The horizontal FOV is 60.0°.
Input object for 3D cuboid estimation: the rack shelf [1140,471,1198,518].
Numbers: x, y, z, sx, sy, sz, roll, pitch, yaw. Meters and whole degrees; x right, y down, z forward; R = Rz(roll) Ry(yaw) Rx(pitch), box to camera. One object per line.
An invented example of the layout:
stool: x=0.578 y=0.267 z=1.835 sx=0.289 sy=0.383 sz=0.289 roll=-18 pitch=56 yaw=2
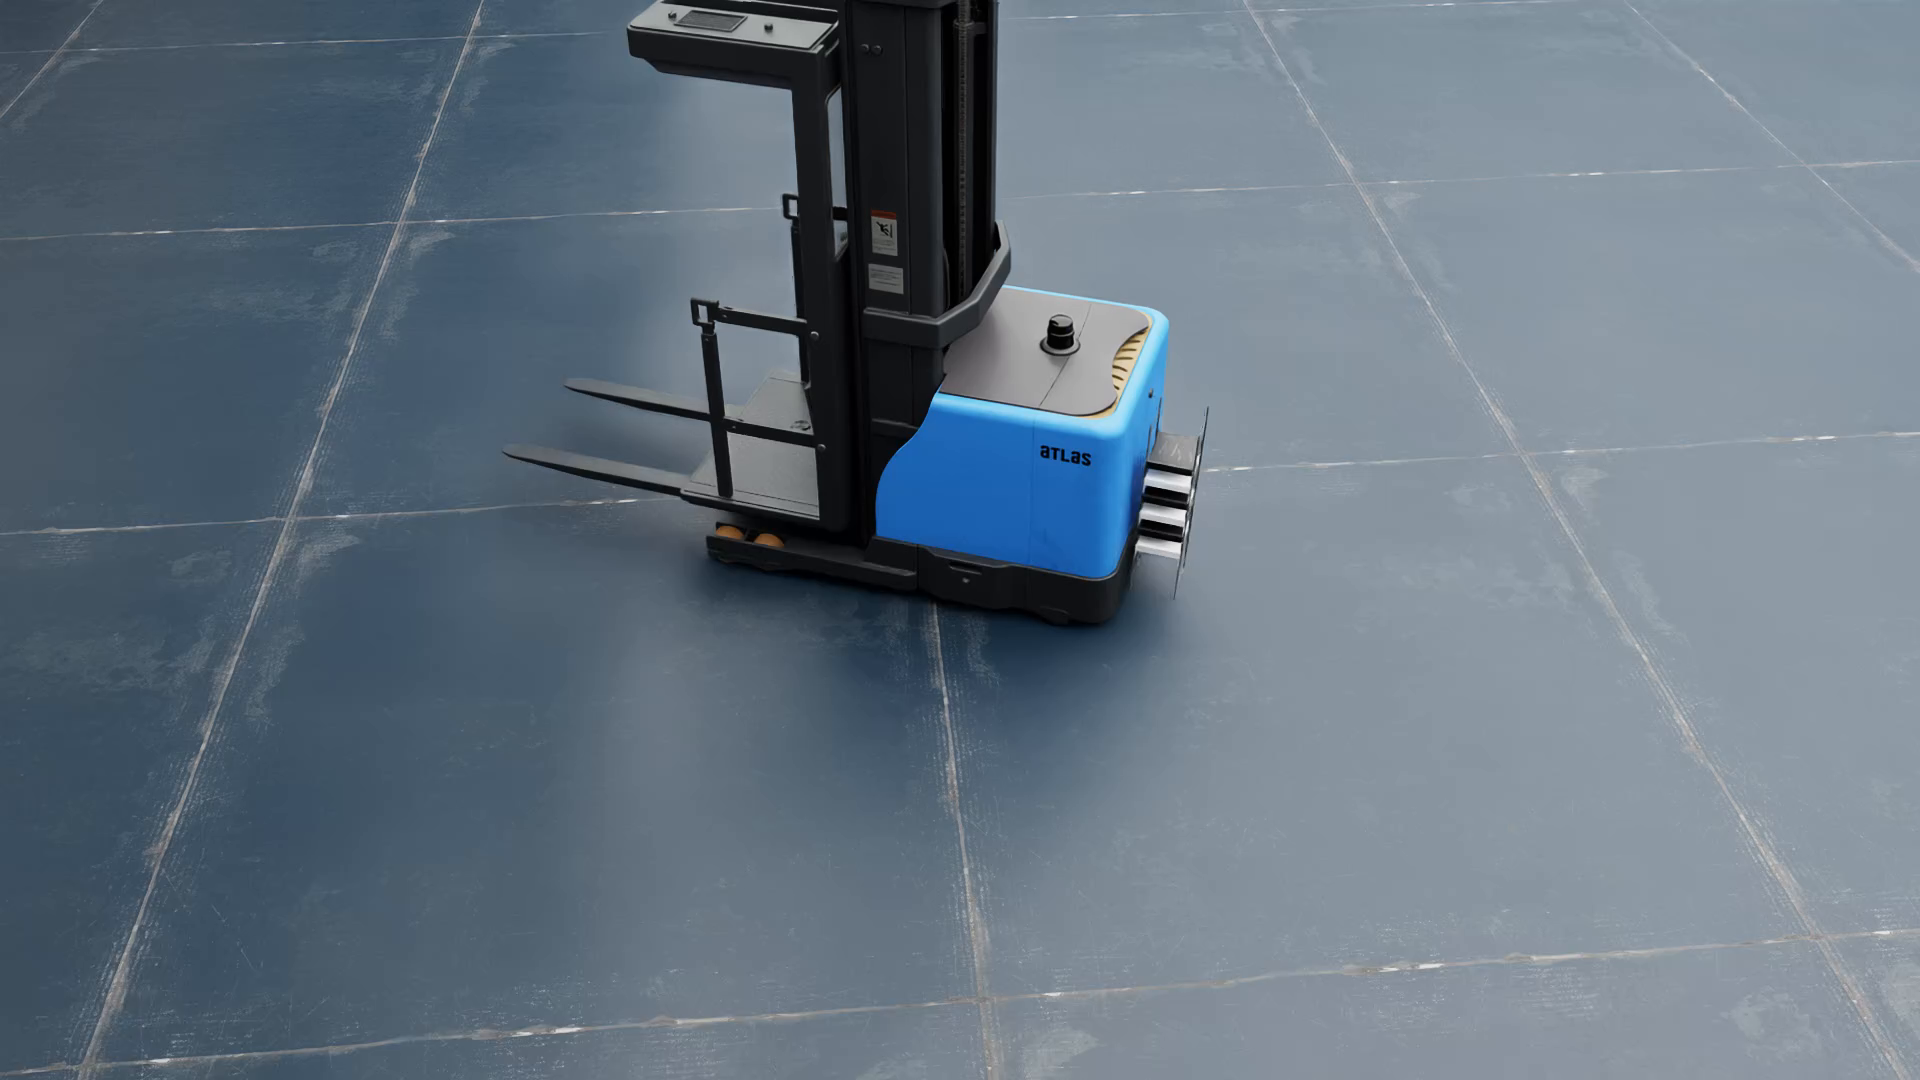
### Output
rack shelf: x=0.907 y=-0.216 z=7.200 sx=0.200 sy=0.077 sz=0.258 roll=12 pitch=40 yaw=12

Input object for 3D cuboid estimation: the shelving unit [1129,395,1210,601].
shelving unit: x=0.905 y=-0.172 z=7.235 sx=0.210 sy=0.900 sz=0.258 roll=12 pitch=40 yaw=12

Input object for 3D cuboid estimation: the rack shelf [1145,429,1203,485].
rack shelf: x=0.913 y=-0.356 z=7.087 sx=0.200 sy=0.077 sz=0.258 roll=12 pitch=40 yaw=12

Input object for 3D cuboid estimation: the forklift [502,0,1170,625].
forklift: x=-0.642 y=-1.311 z=7.046 sx=3.031 sy=2.935 sz=1.130 roll=11 pitch=40 yaw=14

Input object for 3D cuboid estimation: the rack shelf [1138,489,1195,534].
rack shelf: x=0.904 y=-0.146 z=7.256 sx=0.200 sy=0.077 sz=0.258 roll=12 pitch=40 yaw=12

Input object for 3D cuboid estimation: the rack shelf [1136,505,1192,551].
rack shelf: x=0.900 y=-0.076 z=7.313 sx=0.200 sy=0.077 sz=0.258 roll=12 pitch=40 yaw=12

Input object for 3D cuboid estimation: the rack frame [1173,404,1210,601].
rack frame: x=1.002 y=-0.151 z=7.215 sx=0.006 sy=0.900 sz=0.240 roll=12 pitch=40 yaw=12

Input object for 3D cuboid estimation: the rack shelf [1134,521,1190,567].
rack shelf: x=0.897 y=-0.006 z=7.369 sx=0.200 sy=0.077 sz=0.258 roll=12 pitch=40 yaw=12

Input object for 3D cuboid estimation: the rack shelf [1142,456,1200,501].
rack shelf: x=0.910 y=-0.286 z=7.143 sx=0.200 sy=0.077 sz=0.258 roll=12 pitch=40 yaw=12

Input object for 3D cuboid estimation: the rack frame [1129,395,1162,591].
rack frame: x=0.807 y=-0.192 z=7.256 sx=0.006 sy=0.900 sz=0.240 roll=12 pitch=40 yaw=12
